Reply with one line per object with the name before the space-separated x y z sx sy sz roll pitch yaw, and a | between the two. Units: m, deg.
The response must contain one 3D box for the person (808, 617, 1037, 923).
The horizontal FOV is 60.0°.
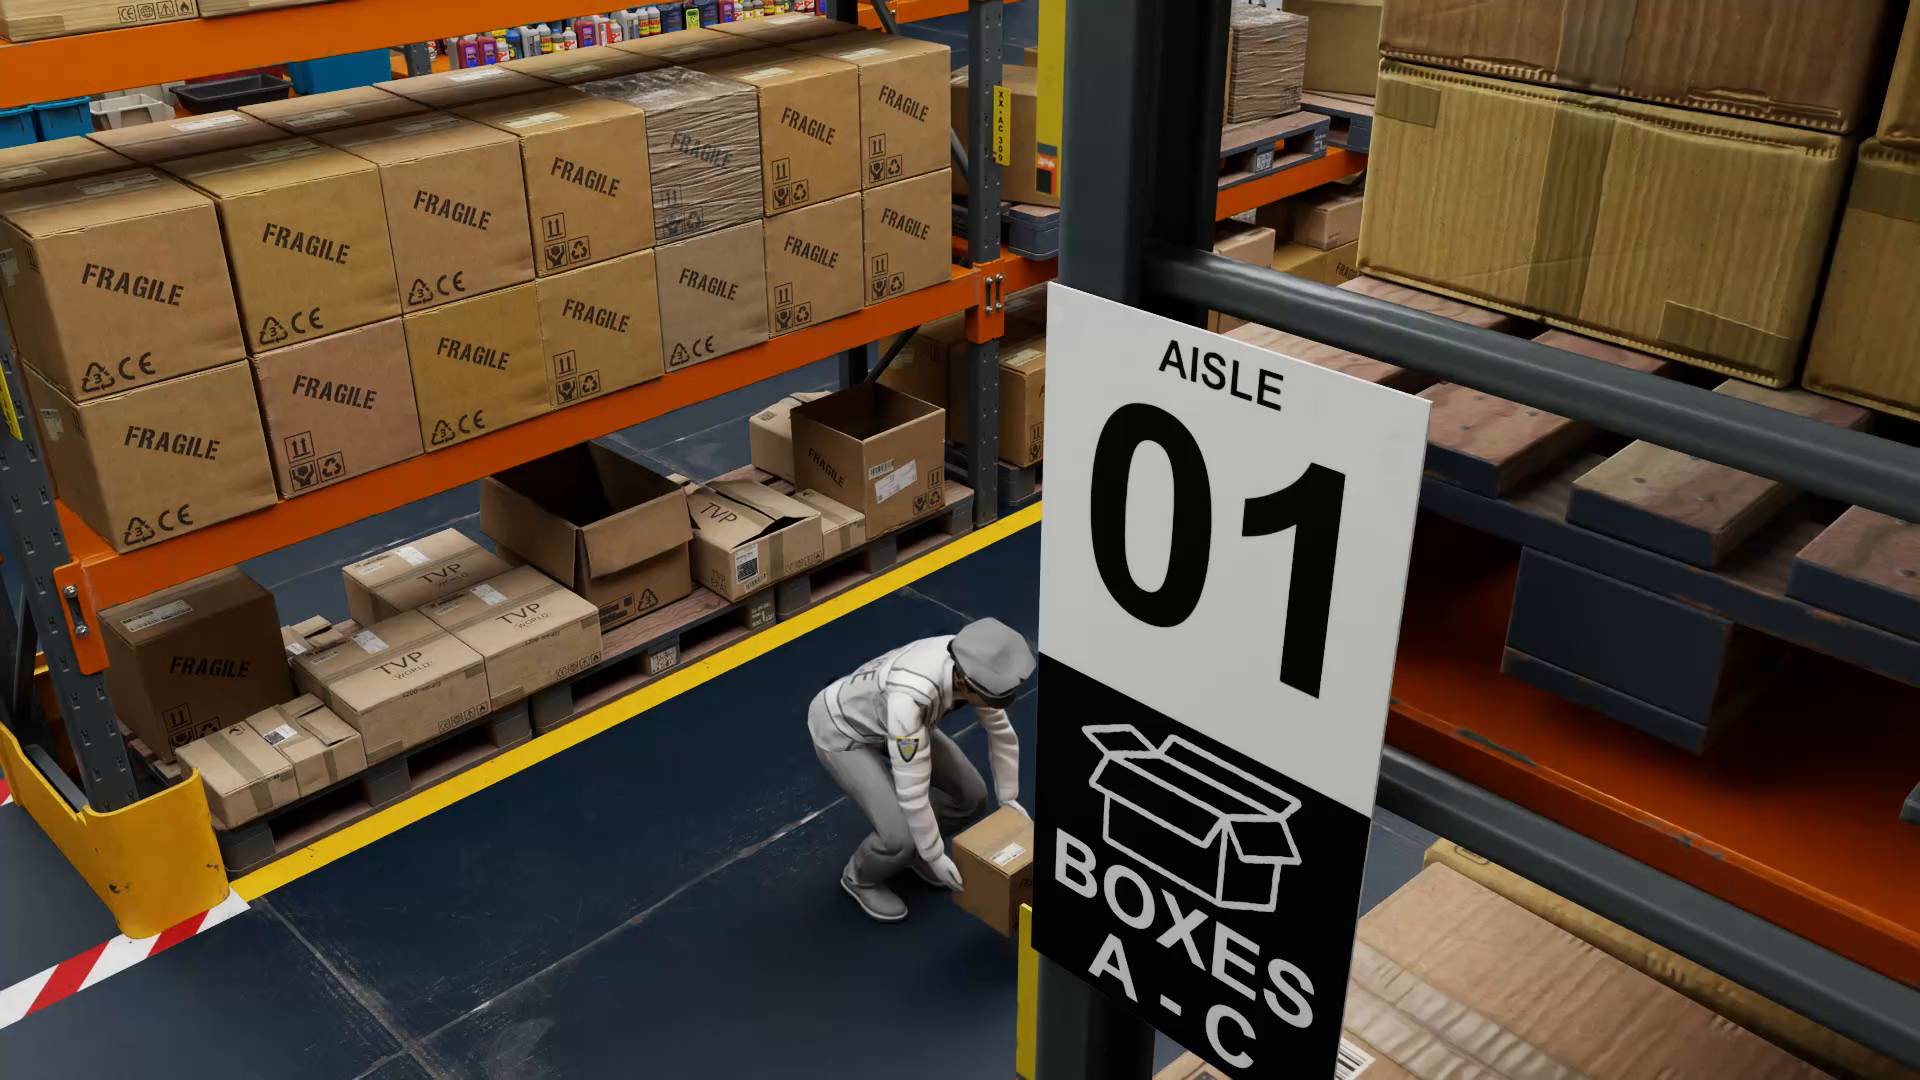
person | -0.109 0.697 5.372 0.802 1.139 0.516 25 37 38
